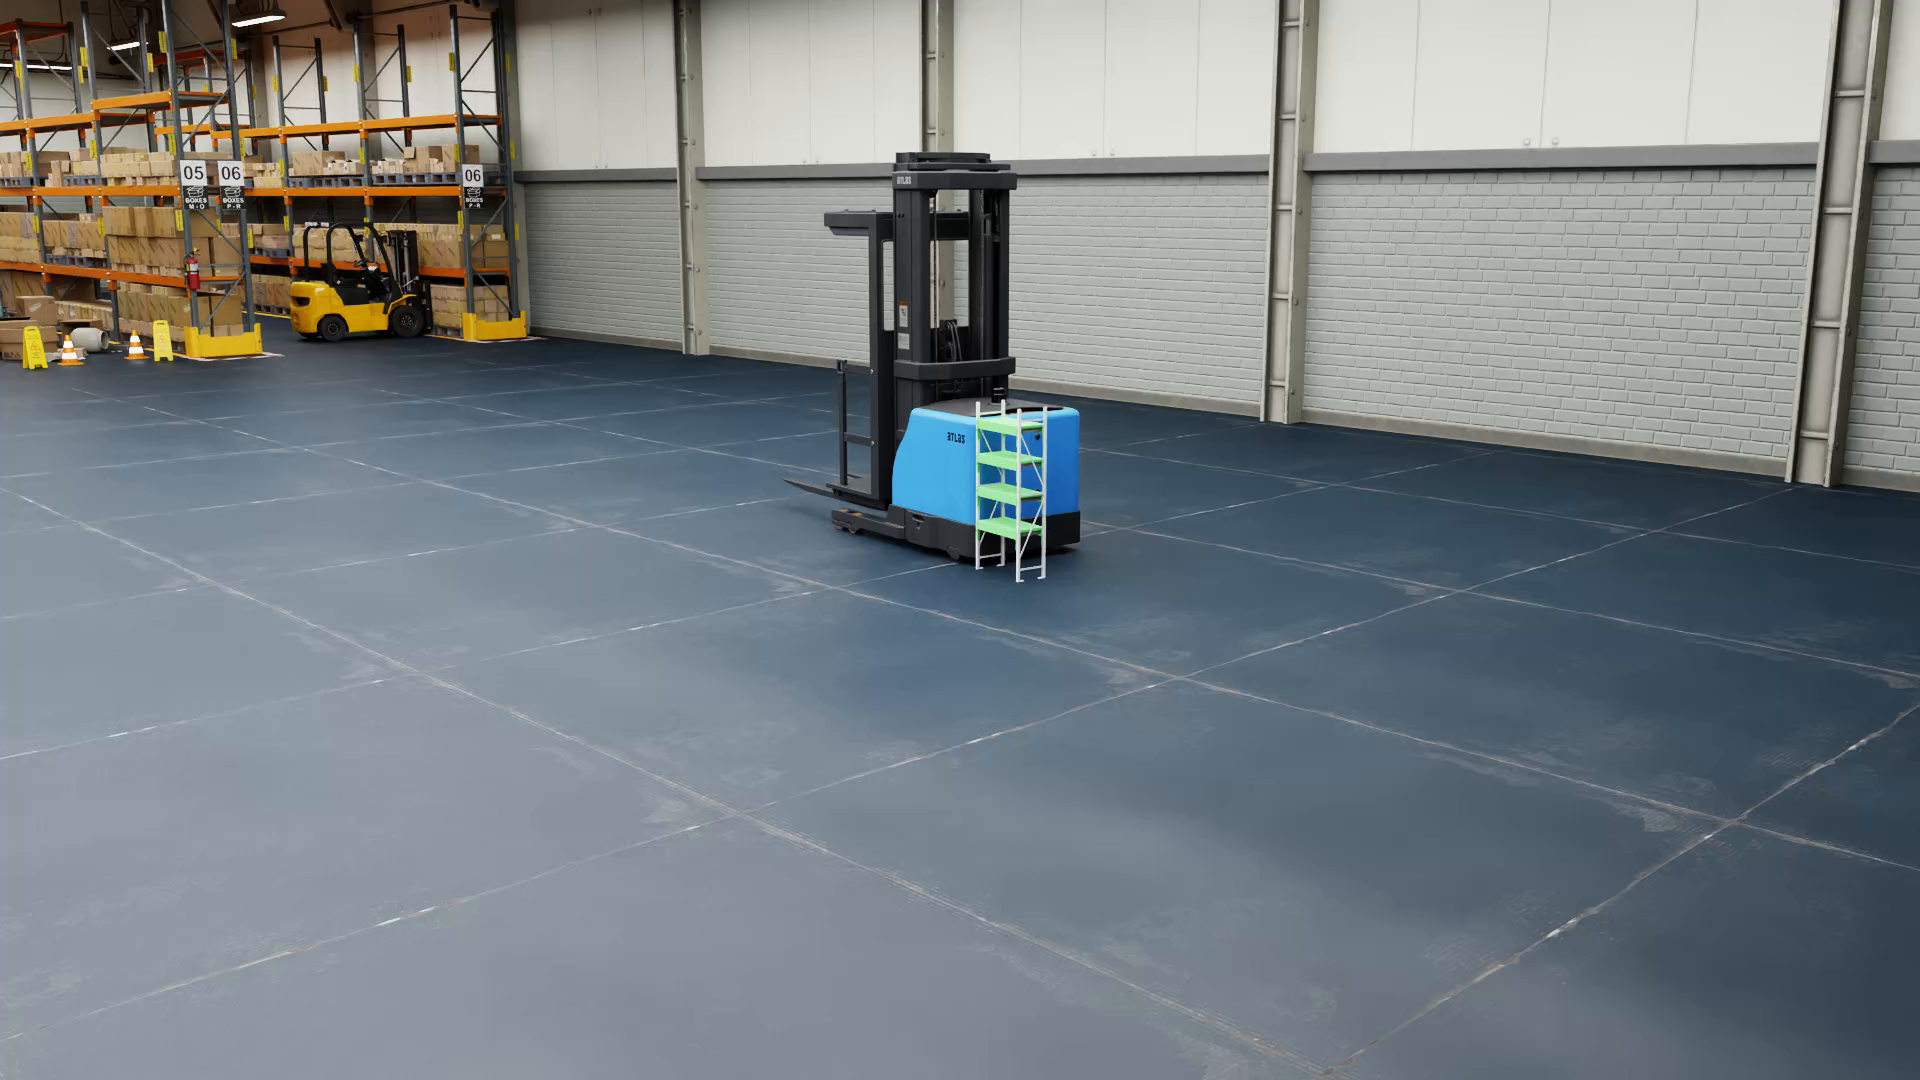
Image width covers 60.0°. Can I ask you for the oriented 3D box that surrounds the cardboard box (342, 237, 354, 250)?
[{"bbox_3d":[-12.433,-6.146,34.443,0.500,0.250,0.500,11,16,44],"label":"cardboard box"}]

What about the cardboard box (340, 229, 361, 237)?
[{"bbox_3d":[-12.680,-6.395,34.664,0.250,0.149,0.380,11,16,44],"label":"cardboard box"}]

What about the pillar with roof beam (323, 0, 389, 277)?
[{"bbox_3d":[-15.872,-8.722,32.946,9.100,9.000,0.548,-11,16,-43],"label":"pillar with roof beam"}]

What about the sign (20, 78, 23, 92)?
[{"bbox_3d":[-20.276,-9.852,35.919,0.100,0.325,0.005,-11,16,-43],"label":"sign"}]

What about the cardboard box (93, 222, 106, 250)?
[{"bbox_3d":[-15.621,-5.608,30.674,0.500,0.500,0.500,-11,16,-44],"label":"cardboard box"}]

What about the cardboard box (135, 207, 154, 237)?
[{"bbox_3d":[-13.655,-5.452,28.479,0.700,0.500,0.500,-11,16,-43],"label":"cardboard box"}]

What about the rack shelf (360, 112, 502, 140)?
[{"bbox_3d":[-10.167,-7.963,32.035,1.077,0.370,4.000,-11,16,-43],"label":"rack shelf"}]

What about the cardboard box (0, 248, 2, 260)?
[{"bbox_3d":[-20.189,-6.090,35.410,0.500,0.250,0.500,11,16,44],"label":"cardboard box"}]

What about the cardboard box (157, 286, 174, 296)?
[{"bbox_3d":[-13.589,-4.295,28.630,0.380,0.149,0.250,-11,16,-42],"label":"cardboard box"}]

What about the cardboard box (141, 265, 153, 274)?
[{"bbox_3d":[-14.079,-4.738,29.097,0.380,0.149,0.250,-11,16,-43],"label":"cardboard box"}]

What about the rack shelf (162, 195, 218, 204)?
[{"bbox_3d":[-18.454,-8.441,40.798,1.077,0.370,4.000,-11,16,-43],"label":"rack shelf"}]

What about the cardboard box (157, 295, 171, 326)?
[{"bbox_3d":[-13.478,-3.971,28.668,0.500,0.500,0.500,-10,15,-40],"label":"cardboard box"}]

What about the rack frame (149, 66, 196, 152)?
[{"bbox_3d":[-19.835,-10.554,41.839,1.000,3.000,0.127,-11,16,-43],"label":"rack frame"}]

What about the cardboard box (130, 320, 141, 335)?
[{"bbox_3d":[-14.547,-3.831,29.848,0.500,0.250,0.500,-10,15,-39],"label":"cardboard box"}]

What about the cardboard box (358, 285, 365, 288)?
[{"bbox_3d":[-11.917,-4.982,34.503,0.875,0.625,0.625,-10,15,-40],"label":"cardboard box"}]

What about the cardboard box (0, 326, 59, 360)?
[{"bbox_3d":[-15.418,-3.270,27.534,0.637,0.503,0.797,1,12,6],"label":"cardboard box"}]

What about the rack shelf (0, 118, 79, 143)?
[{"bbox_3d":[-19.279,-8.438,34.342,1.077,0.370,4.000,-11,16,-43],"label":"rack shelf"}]

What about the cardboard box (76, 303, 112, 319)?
[{"bbox_3d":[-16.480,-4.373,32.175,0.950,0.372,0.625,-10,15,-41],"label":"cardboard box"}]

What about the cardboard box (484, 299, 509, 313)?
[{"bbox_3d":[-8.961,-4.482,31.769,0.500,0.250,0.500,-11,16,-42],"label":"cardboard box"}]

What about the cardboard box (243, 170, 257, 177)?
[{"bbox_3d":[-16.074,-8.313,37.729,0.380,0.149,0.250,-10,16,-41],"label":"cardboard box"}]

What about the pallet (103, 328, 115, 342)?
[{"bbox_3d":[-15.675,-3.920,31.416,1.003,0.211,1.213,-11,16,-43],"label":"pallet"}]

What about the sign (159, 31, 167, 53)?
[{"bbox_3d":[-12.789,-7.988,26.674,0.100,0.325,0.005,-11,16,-43],"label":"sign"}]

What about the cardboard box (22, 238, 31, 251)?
[{"bbox_3d":[-18.773,-6.037,33.914,0.500,0.250,0.500,11,16,44],"label":"cardboard box"}]

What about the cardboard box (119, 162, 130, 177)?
[{"bbox_3d":[-14.331,-6.463,29.047,0.500,0.250,0.500,-11,16,-42],"label":"cardboard box"}]

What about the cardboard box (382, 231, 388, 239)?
[{"bbox_3d":[-11.339,-6.111,33.282,0.380,0.149,0.250,-10,16,-41],"label":"cardboard box"}]

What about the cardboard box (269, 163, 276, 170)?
[{"bbox_3d":[-15.088,-8.279,36.875,0.250,0.149,0.380,11,16,43],"label":"cardboard box"}]

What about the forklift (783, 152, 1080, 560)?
[{"bbox_3d":[-0.371,-1.538,13.114,1.130,2.935,3.031,-8,14,-35],"label":"forklift"}]

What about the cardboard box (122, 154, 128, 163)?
[{"bbox_3d":[-14.408,-6.673,29.079,0.250,0.149,0.380,11,16,43],"label":"cardboard box"}]

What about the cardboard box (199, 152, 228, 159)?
[{"bbox_3d":[-12.471,-6.406,27.782,0.380,0.149,0.250,-11,16,-43],"label":"cardboard box"}]

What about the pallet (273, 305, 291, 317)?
[{"bbox_3d":[-14.799,-5.197,37.613,1.003,0.211,1.213,-11,16,-43],"label":"pallet"}]

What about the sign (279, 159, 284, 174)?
[{"bbox_3d":[-14.705,-8.096,36.057,0.100,0.325,0.005,-11,16,-43],"label":"sign"}]

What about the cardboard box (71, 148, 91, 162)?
[{"bbox_3d":[-16.349,-7.231,31.236,0.500,0.250,0.500,-11,16,-42],"label":"cardboard box"}]

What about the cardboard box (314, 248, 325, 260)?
[{"bbox_3d":[-13.477,-6.128,35.593,0.500,0.250,0.500,11,16,43],"label":"cardboard box"}]

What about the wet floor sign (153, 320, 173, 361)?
[{"bbox_3d":[-13.016,-3.259,27.130,0.267,0.644,0.232,-5,13,-23],"label":"wet floor sign"}]

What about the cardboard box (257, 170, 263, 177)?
[{"bbox_3d":[-15.599,-8.249,37.467,0.380,0.149,0.250,-10,15,-41],"label":"cardboard box"}]

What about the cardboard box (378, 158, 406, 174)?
[{"bbox_3d":[-11.150,-7.390,32.844,0.500,0.311,0.500,-10,16,-41],"label":"cardboard box"}]

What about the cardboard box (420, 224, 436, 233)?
[{"bbox_3d":[-10.140,-5.989,31.952,0.380,0.149,0.250,-10,16,-41],"label":"cardboard box"}]

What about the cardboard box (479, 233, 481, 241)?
[{"bbox_3d":[-9.049,-5.760,31.582,0.380,0.149,0.250,-11,16,-43],"label":"cardboard box"}]

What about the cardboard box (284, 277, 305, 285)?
[{"bbox_3d":[-14.835,-5.784,37.100,0.250,0.149,0.380,11,16,42],"label":"cardboard box"}]

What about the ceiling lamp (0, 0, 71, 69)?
[{"bbox_3d":[-23.370,-13.480,41.574,2.000,3.185,0.800,-11,16,-43],"label":"ceiling lamp"}]

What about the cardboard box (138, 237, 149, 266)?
[{"bbox_3d":[-13.969,-5.048,28.995,0.500,0.500,0.500,-11,16,-42],"label":"cardboard box"}]

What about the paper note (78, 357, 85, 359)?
[{"bbox_3d":[-14.466,-2.995,27.373,0.142,0.019,0.148,6,13,26],"label":"paper note"}]

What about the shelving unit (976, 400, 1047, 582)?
[{"bbox_3d":[0.355,-0.351,11.640,0.258,1.200,0.503,-8,14,-34],"label":"shelving unit"}]

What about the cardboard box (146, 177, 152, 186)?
[{"bbox_3d":[-13.686,-6.139,28.463,0.250,0.149,0.380,11,16,44],"label":"cardboard box"}]

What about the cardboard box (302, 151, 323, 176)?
[{"bbox_3d":[-13.566,-8.022,35.445,0.700,0.500,0.500,-11,16,-44],"label":"cardboard box"}]

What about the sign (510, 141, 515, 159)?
[{"bbox_3d":[-8.381,-7.293,31.083,0.100,0.325,0.005,-11,16,-43],"label":"sign"}]

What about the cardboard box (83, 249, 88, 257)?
[{"bbox_3d":[-16.243,-5.402,31.280,0.380,0.149,0.250,-11,16,-42],"label":"cardboard box"}]
